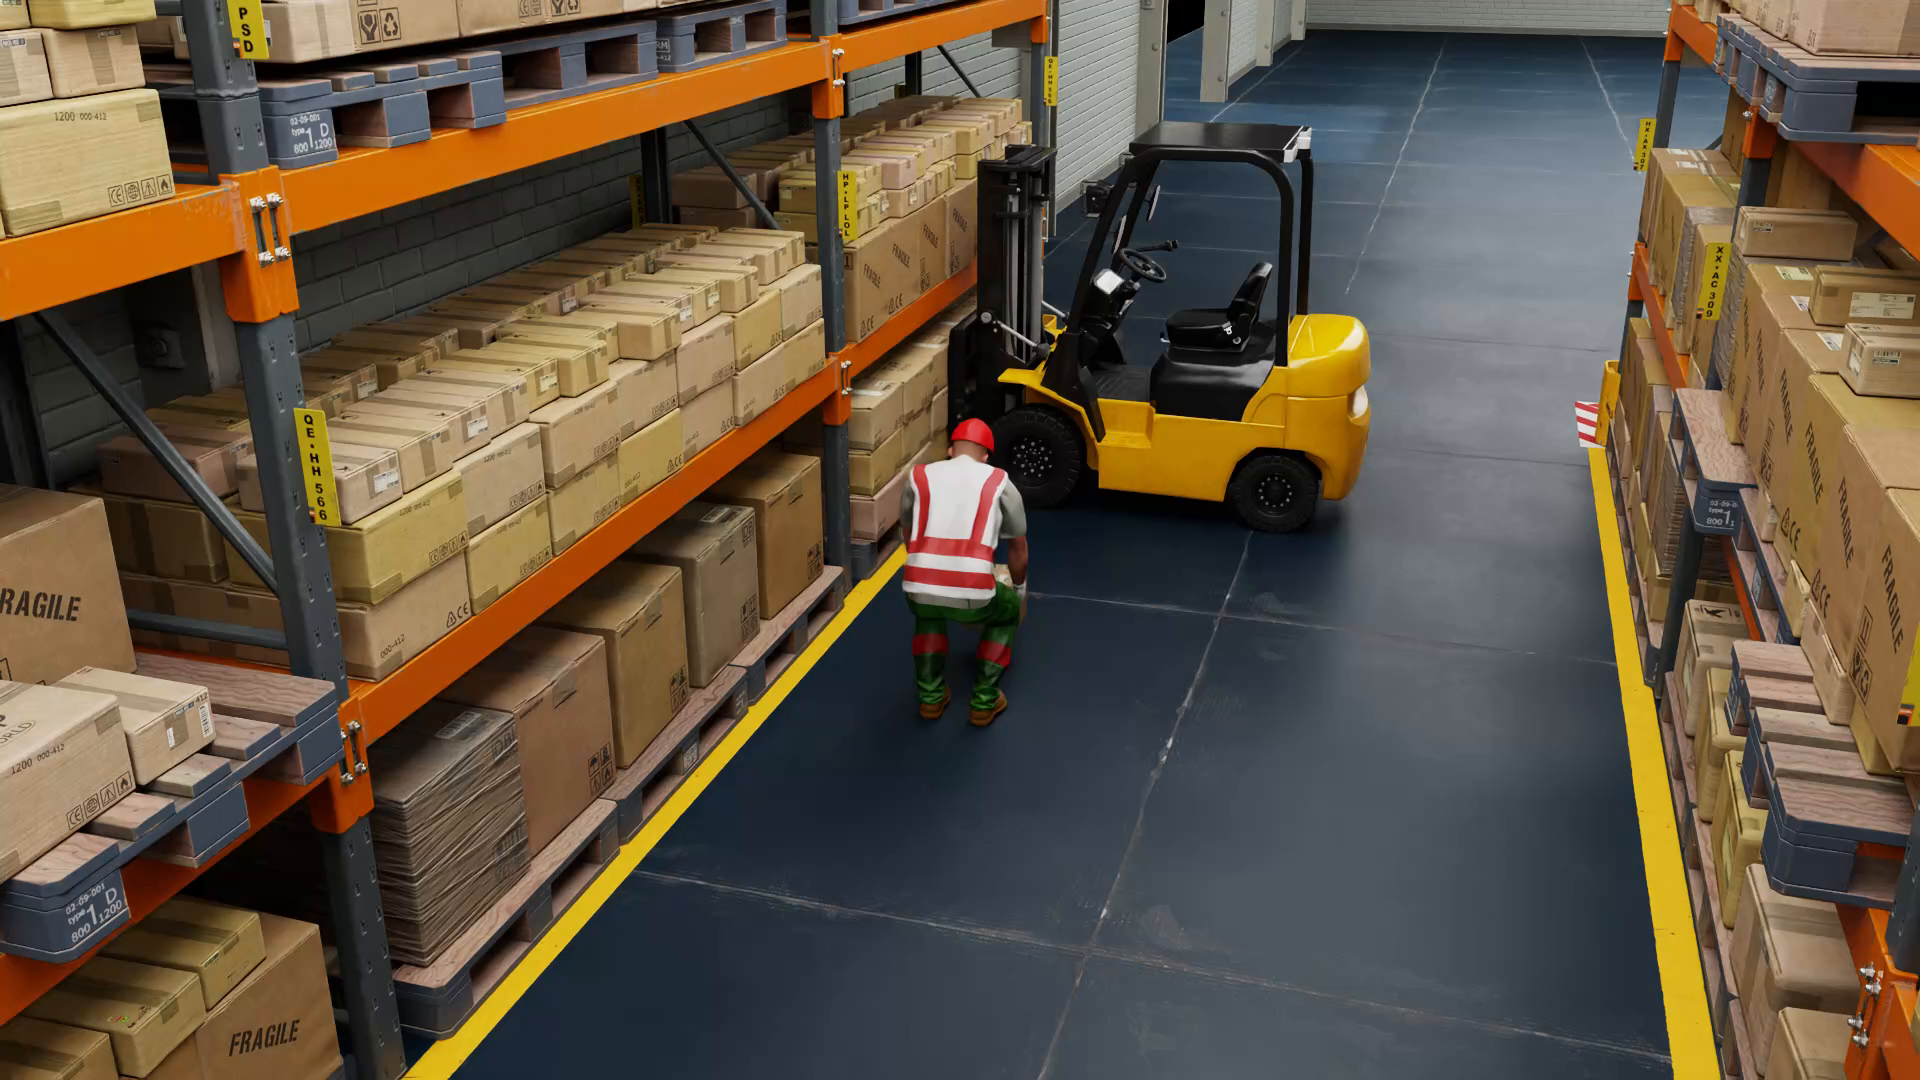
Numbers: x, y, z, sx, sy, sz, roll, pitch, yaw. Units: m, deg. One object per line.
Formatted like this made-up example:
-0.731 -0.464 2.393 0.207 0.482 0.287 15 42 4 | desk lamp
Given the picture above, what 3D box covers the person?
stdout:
-0.017 0.149 7.389 0.586 1.267 0.825 6 23 16 | person
